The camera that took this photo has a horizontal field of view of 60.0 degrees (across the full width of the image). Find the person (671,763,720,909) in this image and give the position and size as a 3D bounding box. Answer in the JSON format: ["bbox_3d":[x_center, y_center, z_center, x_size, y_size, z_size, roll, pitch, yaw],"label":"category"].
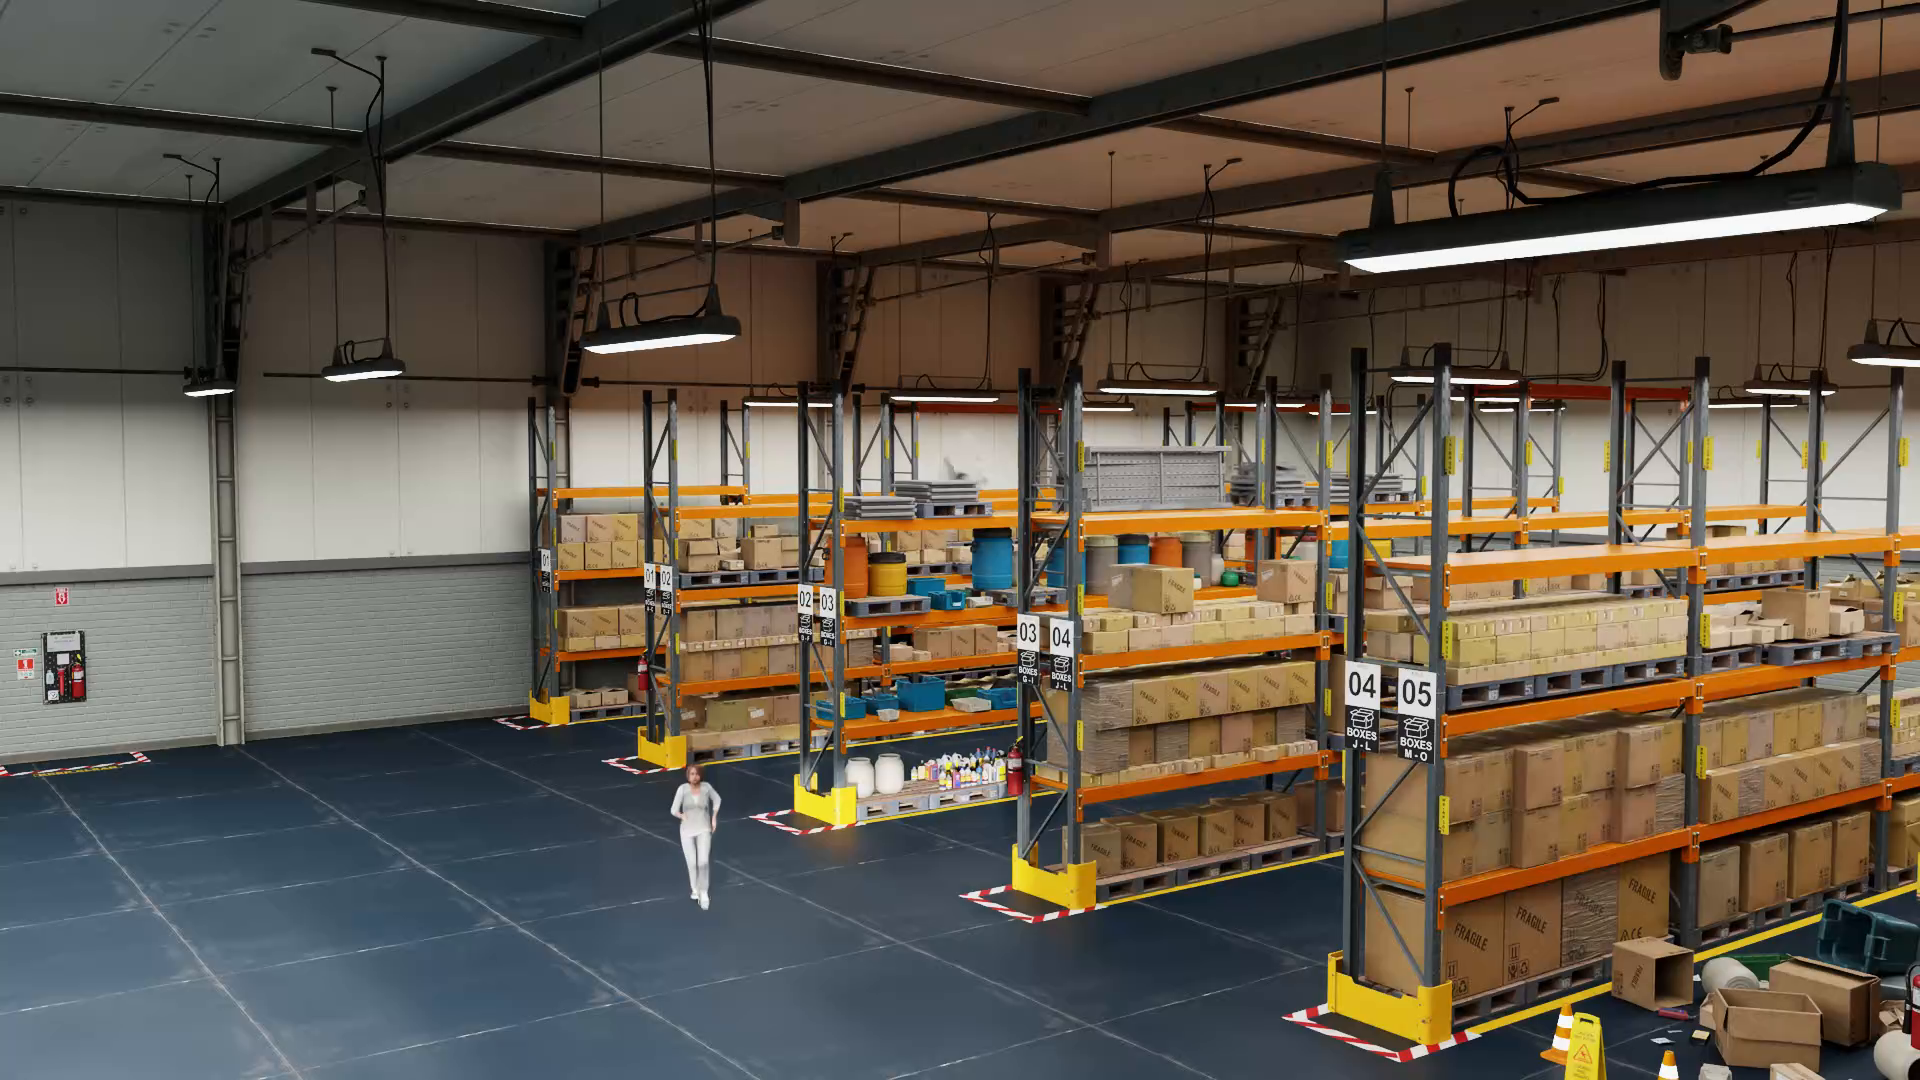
[{"bbox_3d":[-2.939,3.292,18.460,0.532,1.592,0.678,0,3,-4],"label":"person"}]
